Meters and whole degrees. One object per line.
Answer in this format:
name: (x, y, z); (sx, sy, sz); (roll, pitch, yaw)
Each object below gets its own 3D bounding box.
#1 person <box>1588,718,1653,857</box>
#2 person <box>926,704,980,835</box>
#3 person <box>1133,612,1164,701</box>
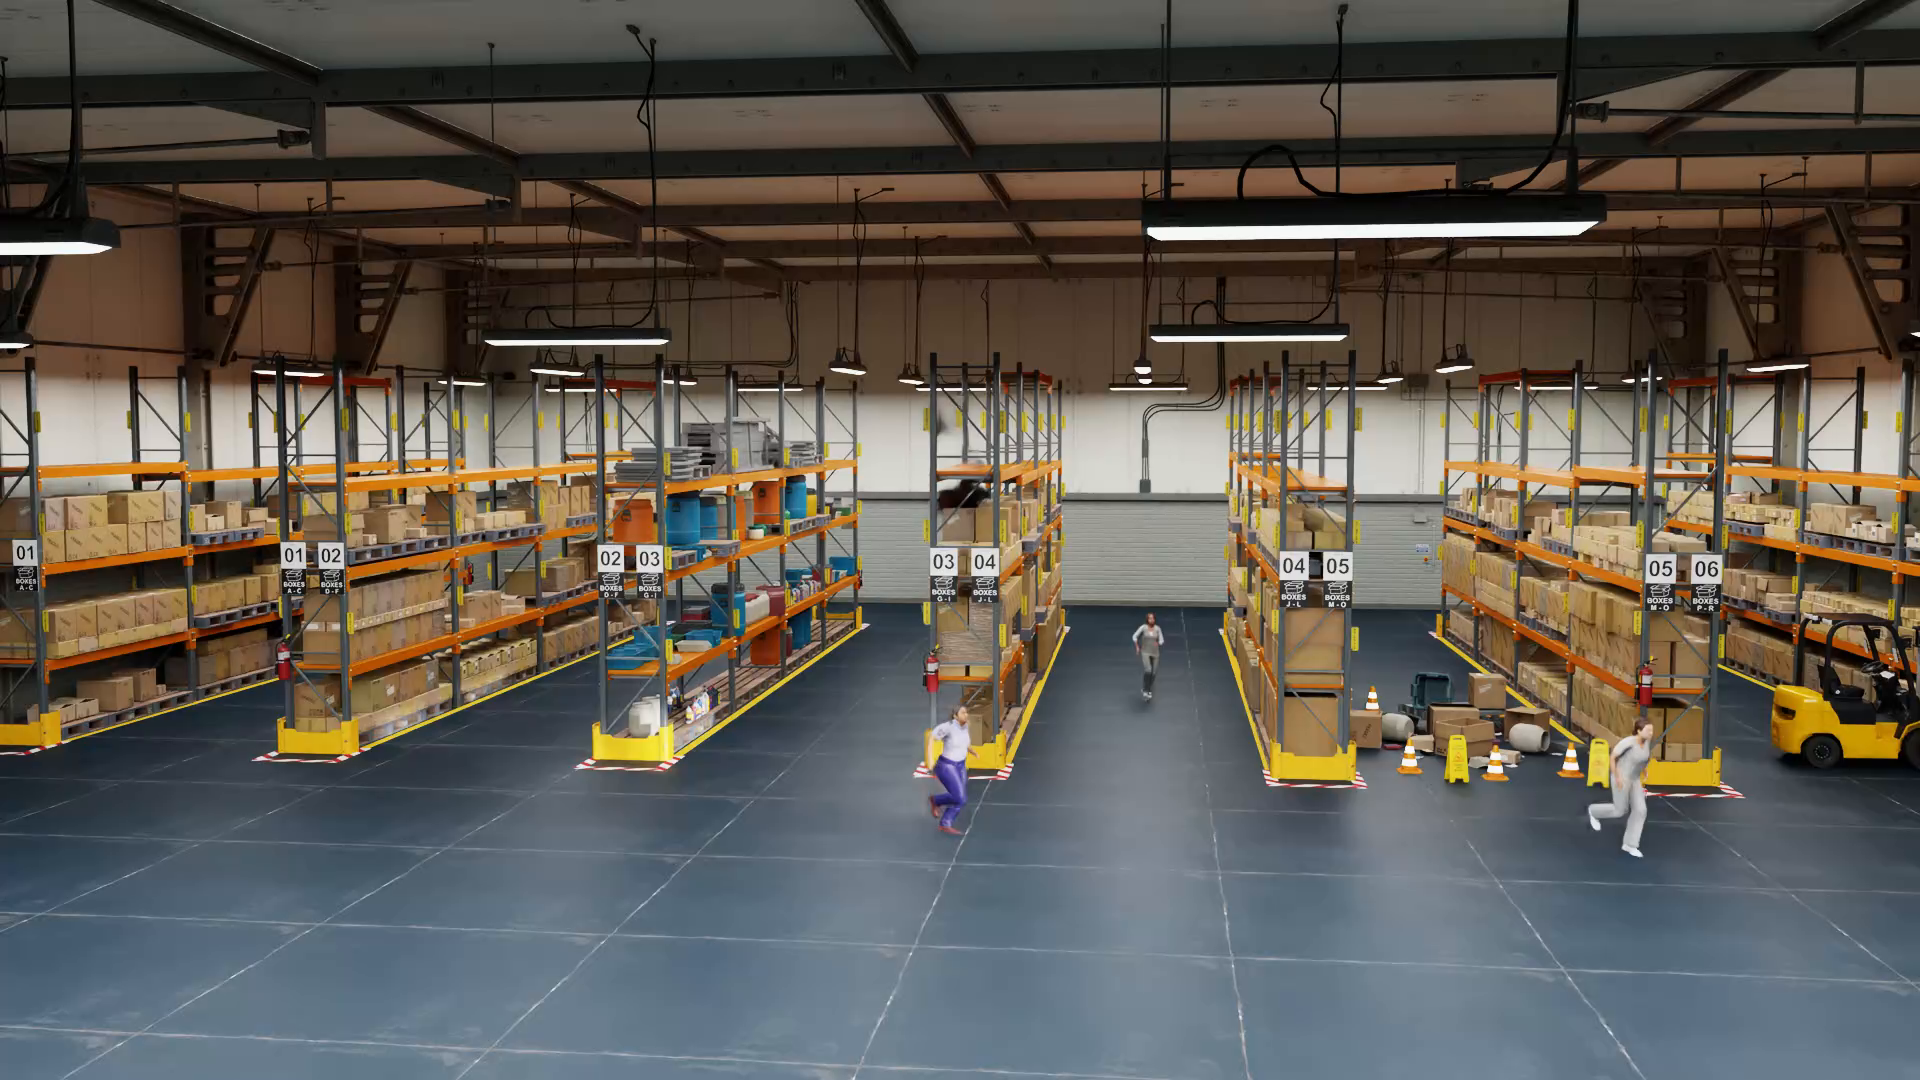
person: (7.760, 2.845, 19.533); (0.567, 1.621, 0.874); (-2, 5, -30)
person: (-0.065, 2.792, 20.217); (0.625, 1.600, 0.645); (3, 5, 37)
person: (3.400, 2.092, 29.815); (0.505, 1.592, 0.662); (-1, 4, -9)
